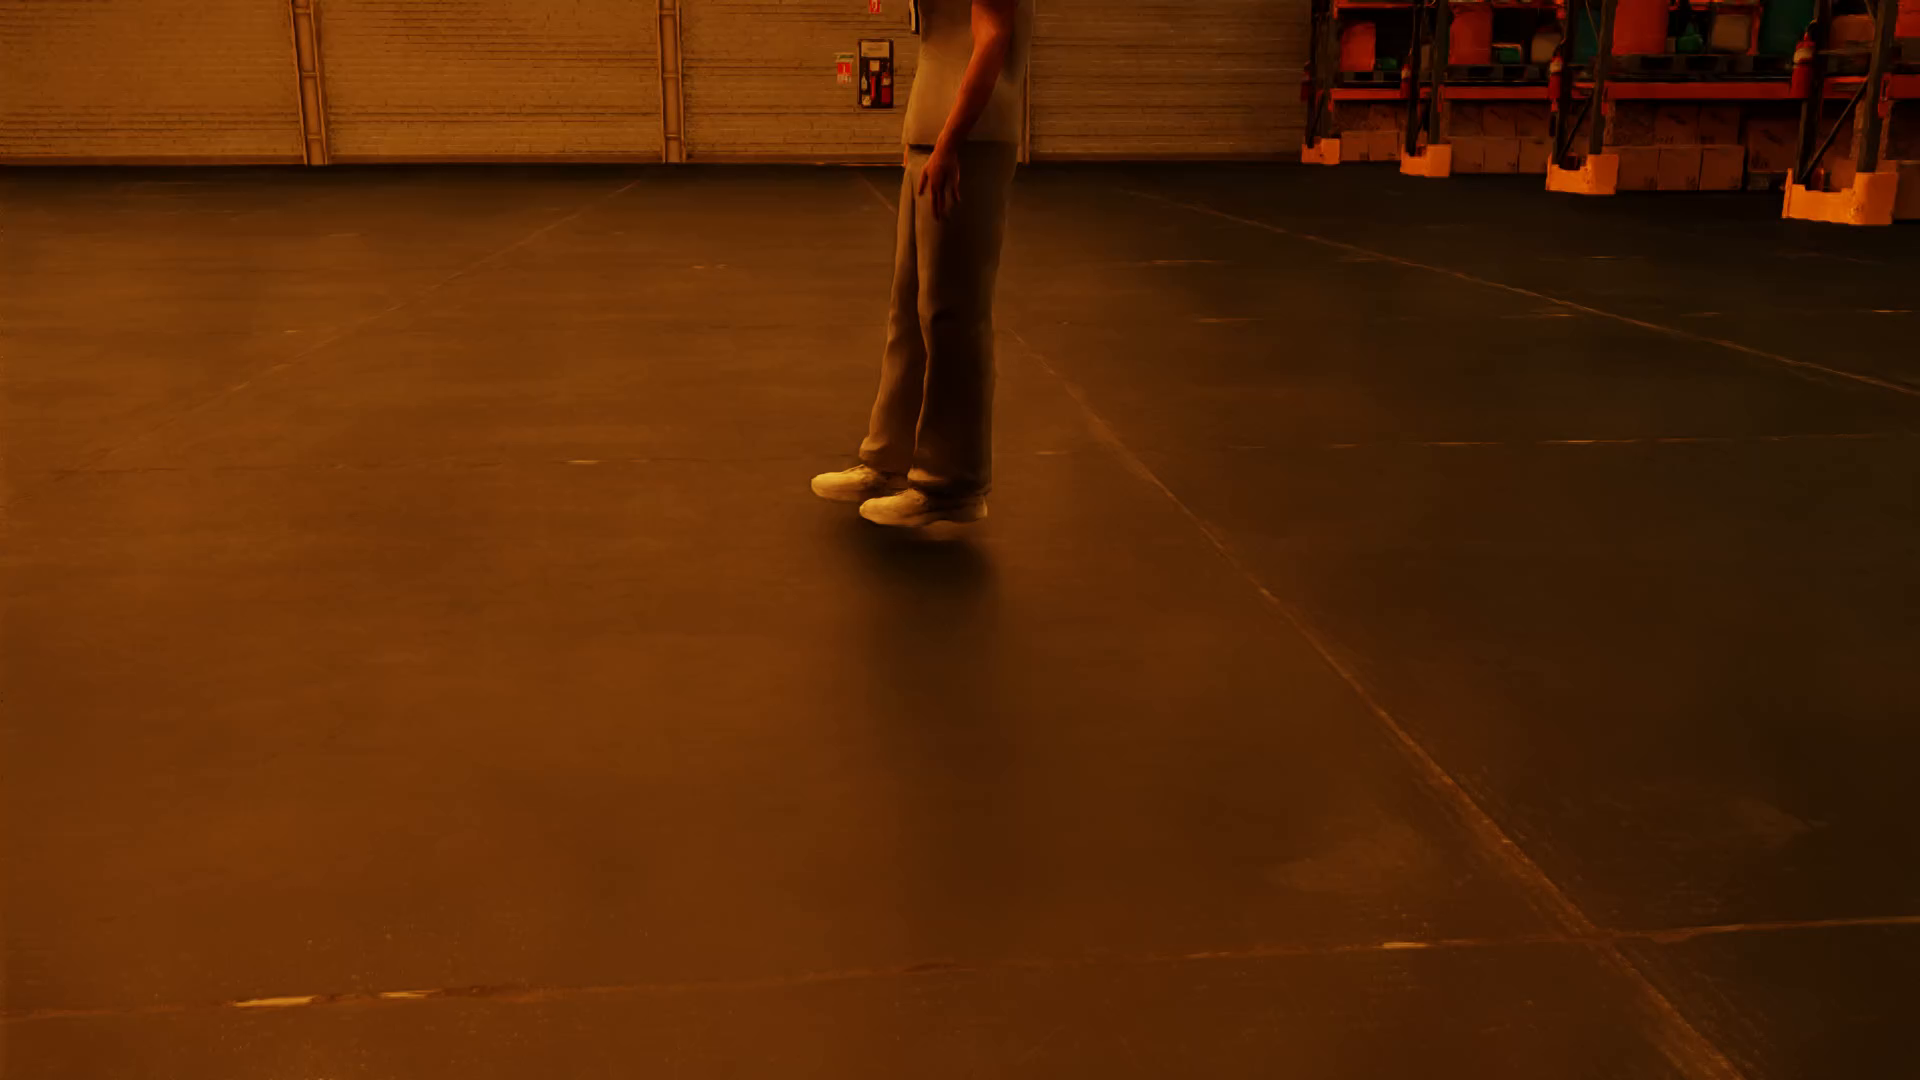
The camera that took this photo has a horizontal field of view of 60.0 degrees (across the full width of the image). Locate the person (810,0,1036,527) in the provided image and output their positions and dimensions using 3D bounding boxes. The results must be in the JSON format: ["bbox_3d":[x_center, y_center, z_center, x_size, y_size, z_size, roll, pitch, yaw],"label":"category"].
[{"bbox_3d":[-0.074,-0.857,3.716,0.549,1.673,0.550,-1,15,-5],"label":"person"}]
